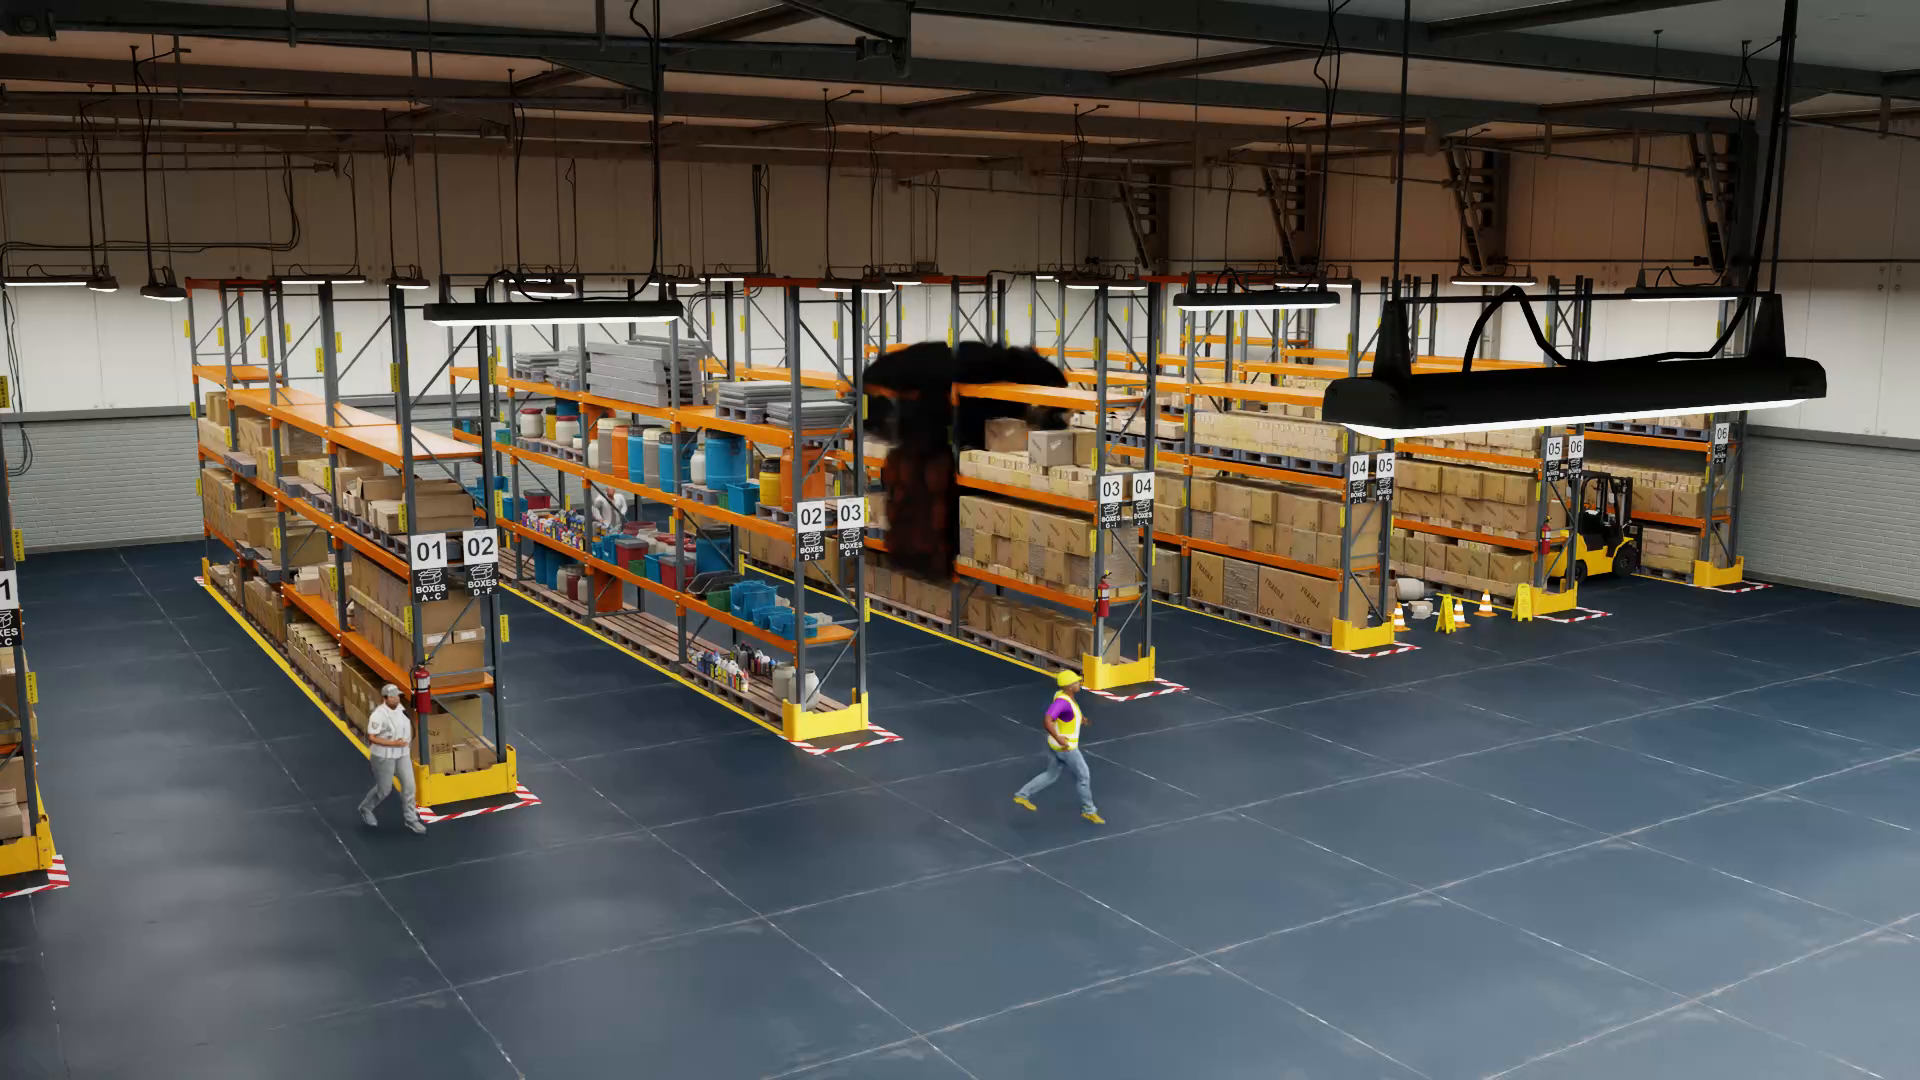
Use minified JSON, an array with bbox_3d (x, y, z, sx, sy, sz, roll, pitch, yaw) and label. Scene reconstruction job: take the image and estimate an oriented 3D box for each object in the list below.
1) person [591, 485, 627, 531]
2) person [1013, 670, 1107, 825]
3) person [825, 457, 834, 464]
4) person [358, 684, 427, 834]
[{"bbox_3d":[-7.292,-0.302,34.629,0.712,1.778,1.150,-6,11,-33],"label":"person"},{"bbox_3d":[1.129,2.356,18.815,1.067,1.816,0.663,-2,10,-10],"label":"person"},{"bbox_3d":[-3.189,-1.166,39.704,0.657,1.760,0.720,-1,10,-6],"label":"person"},{"bbox_3d":[-6.371,2.429,18.588,0.832,1.696,0.625,5,11,26],"label":"person"}]
